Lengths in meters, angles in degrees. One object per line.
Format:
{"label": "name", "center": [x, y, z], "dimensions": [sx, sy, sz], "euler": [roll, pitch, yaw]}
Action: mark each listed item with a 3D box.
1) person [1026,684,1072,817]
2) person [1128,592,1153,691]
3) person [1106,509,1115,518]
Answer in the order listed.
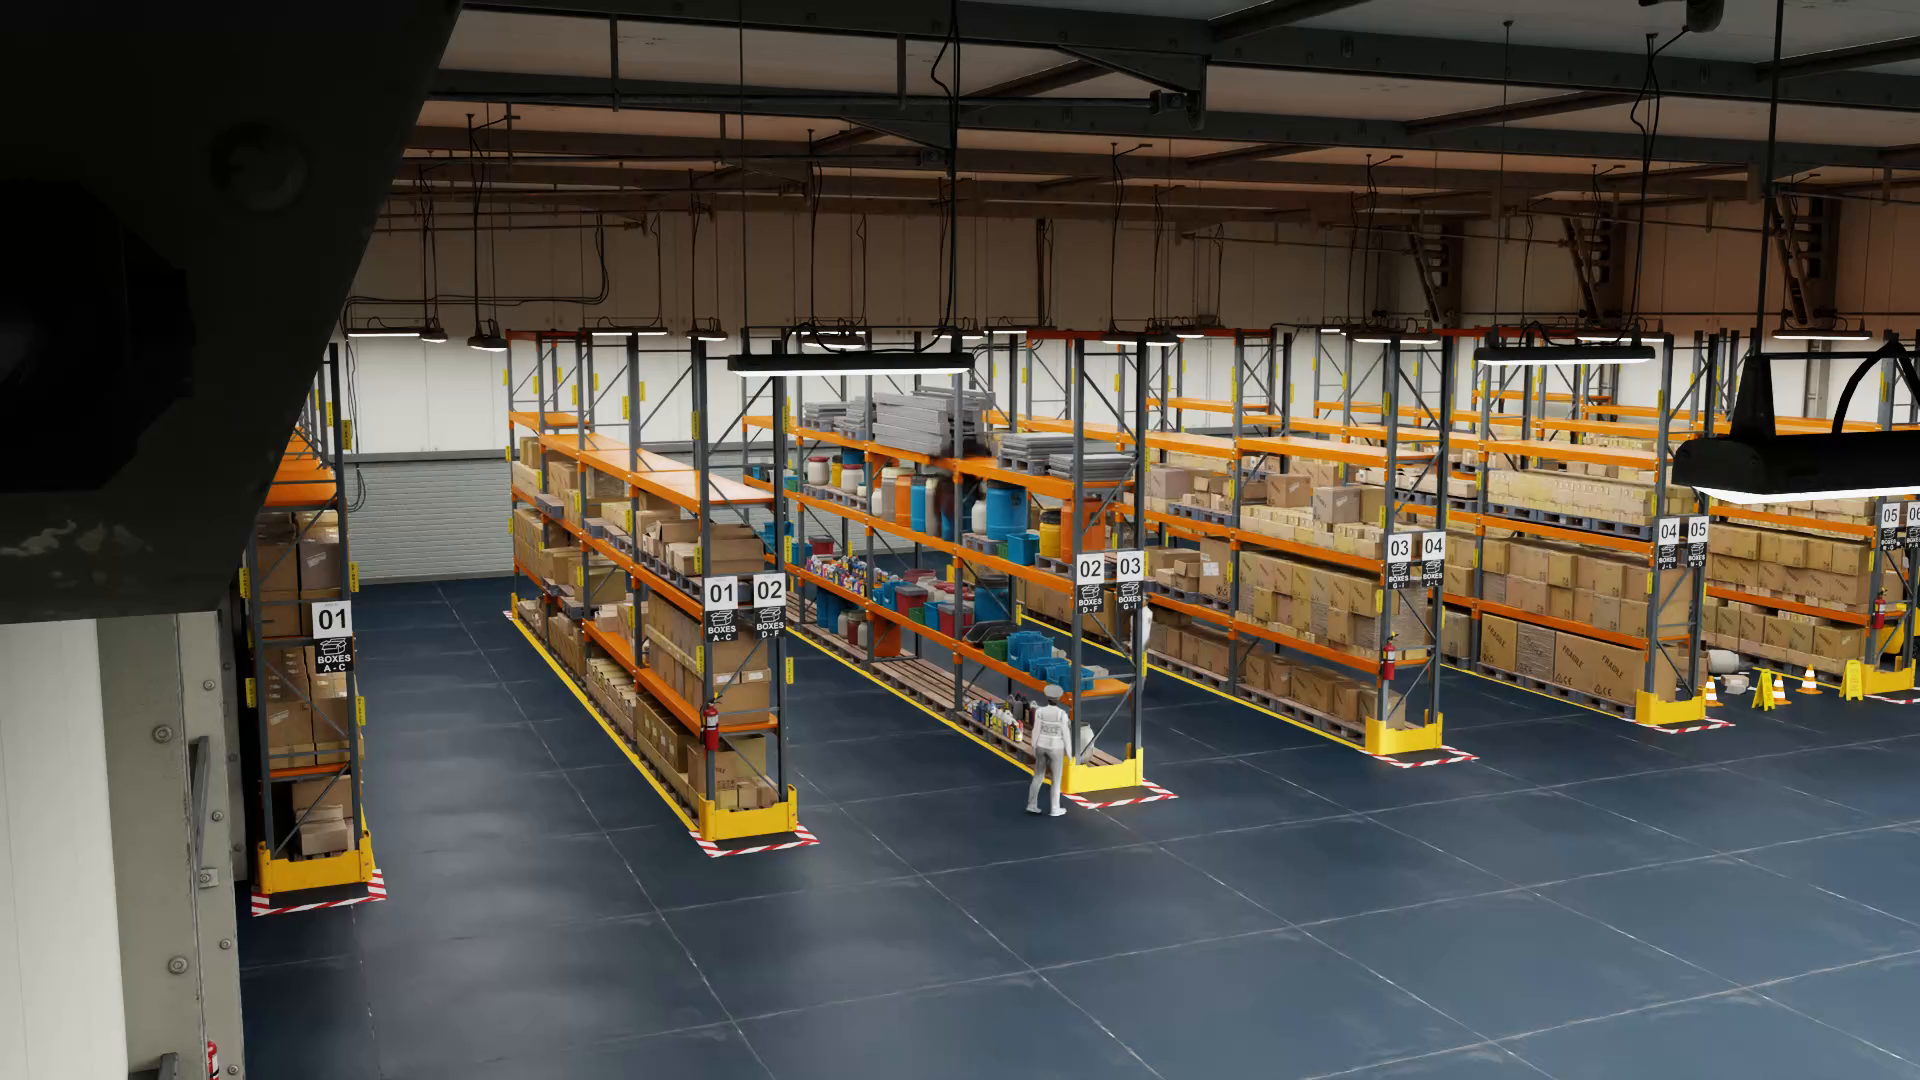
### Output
{"label": "person", "center": [1.148, 2.666, 21.028], "dimensions": [0.557, 1.727, 0.402], "euler": [5, 9, 35]}
{"label": "person", "center": [3.025, 1.703, 27.986], "dimensions": [0.470, 1.699, 0.508], "euler": [-2, 8, -11]}
{"label": "person", "center": [3.836, -0.350, 42.771], "dimensions": [0.624, 1.731, 1.115], "euler": [1, 8, 9]}
